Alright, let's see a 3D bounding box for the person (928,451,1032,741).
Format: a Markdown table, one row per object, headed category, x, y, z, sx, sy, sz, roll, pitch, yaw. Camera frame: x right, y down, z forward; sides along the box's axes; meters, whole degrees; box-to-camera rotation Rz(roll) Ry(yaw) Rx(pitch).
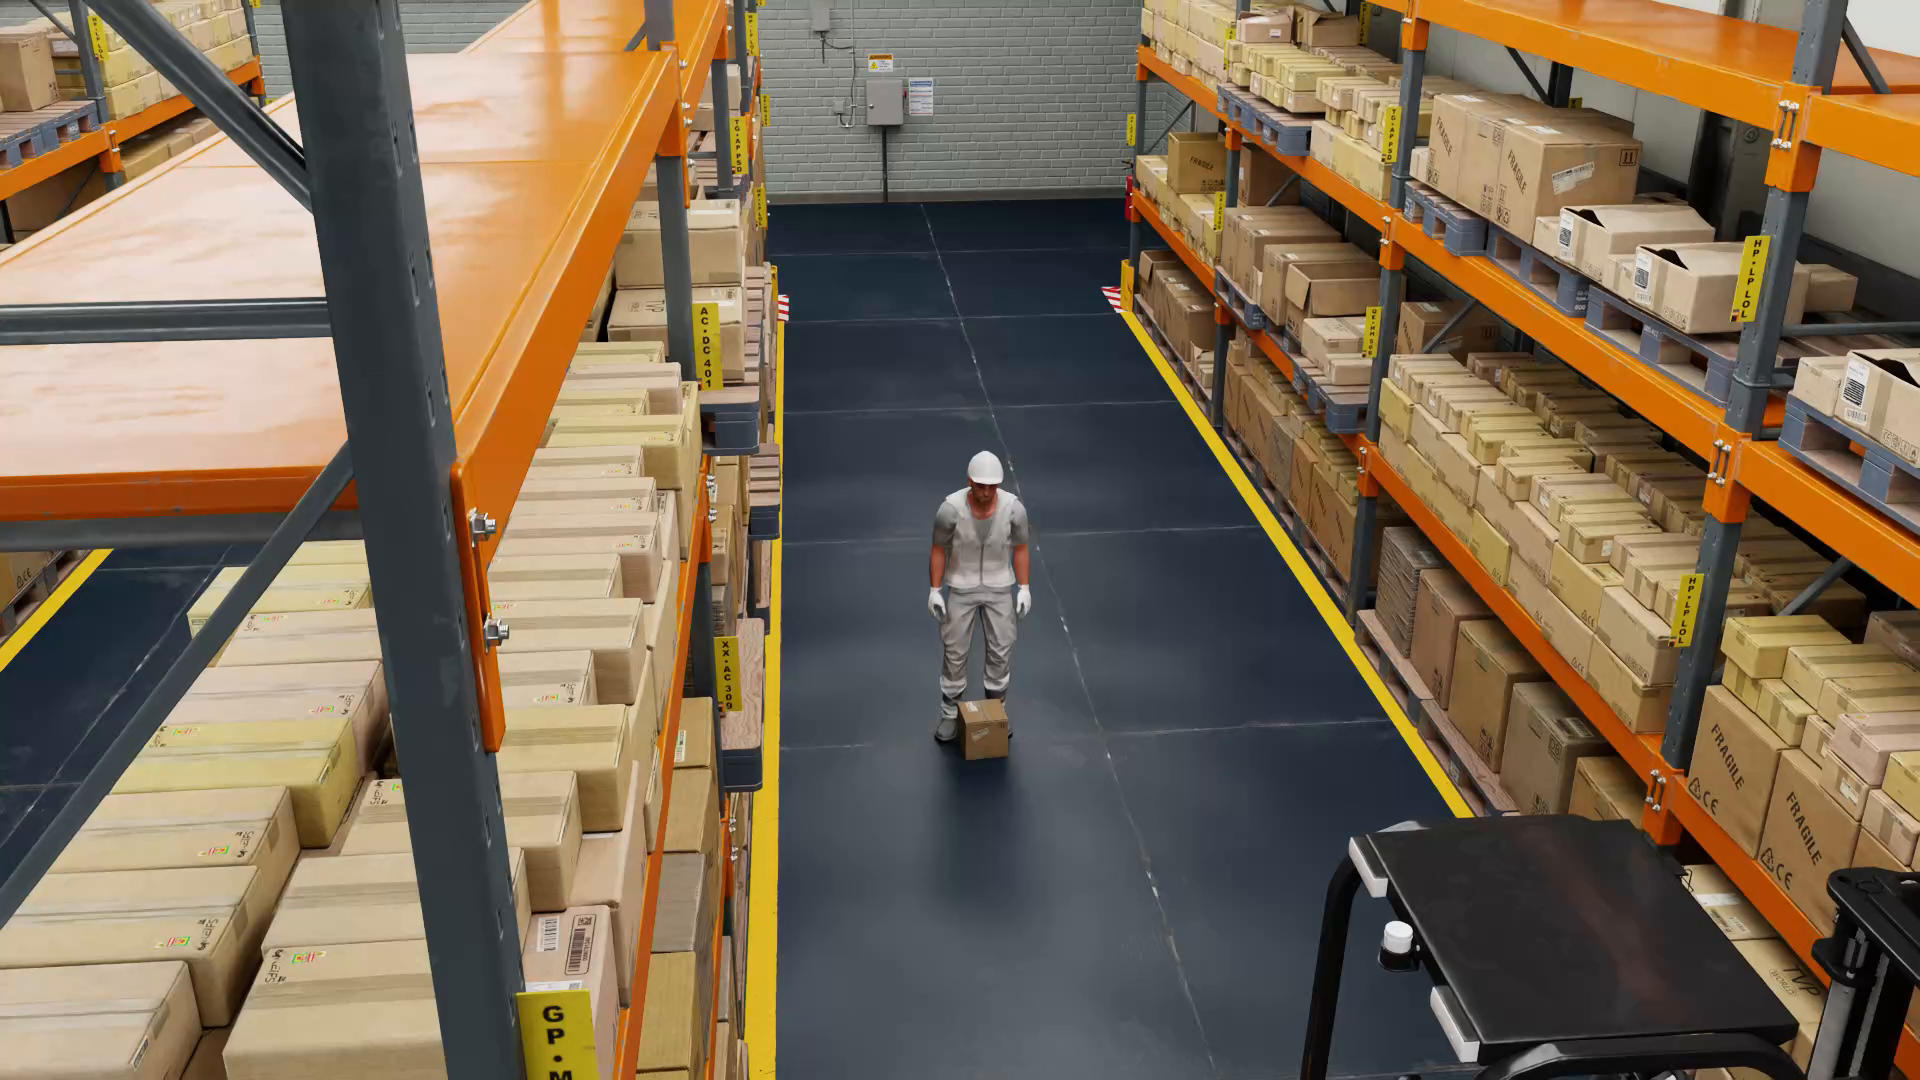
| category | x | y | z | sx | sy | sz | roll | pitch | yaw |
| --- | --- | --- | --- | --- | --- | --- | --- | --- | --- |
| person | 0.114 | 0.312 | 9.594 | 0.607 | 1.780 | 0.449 | -2 | 24 | -5 |
